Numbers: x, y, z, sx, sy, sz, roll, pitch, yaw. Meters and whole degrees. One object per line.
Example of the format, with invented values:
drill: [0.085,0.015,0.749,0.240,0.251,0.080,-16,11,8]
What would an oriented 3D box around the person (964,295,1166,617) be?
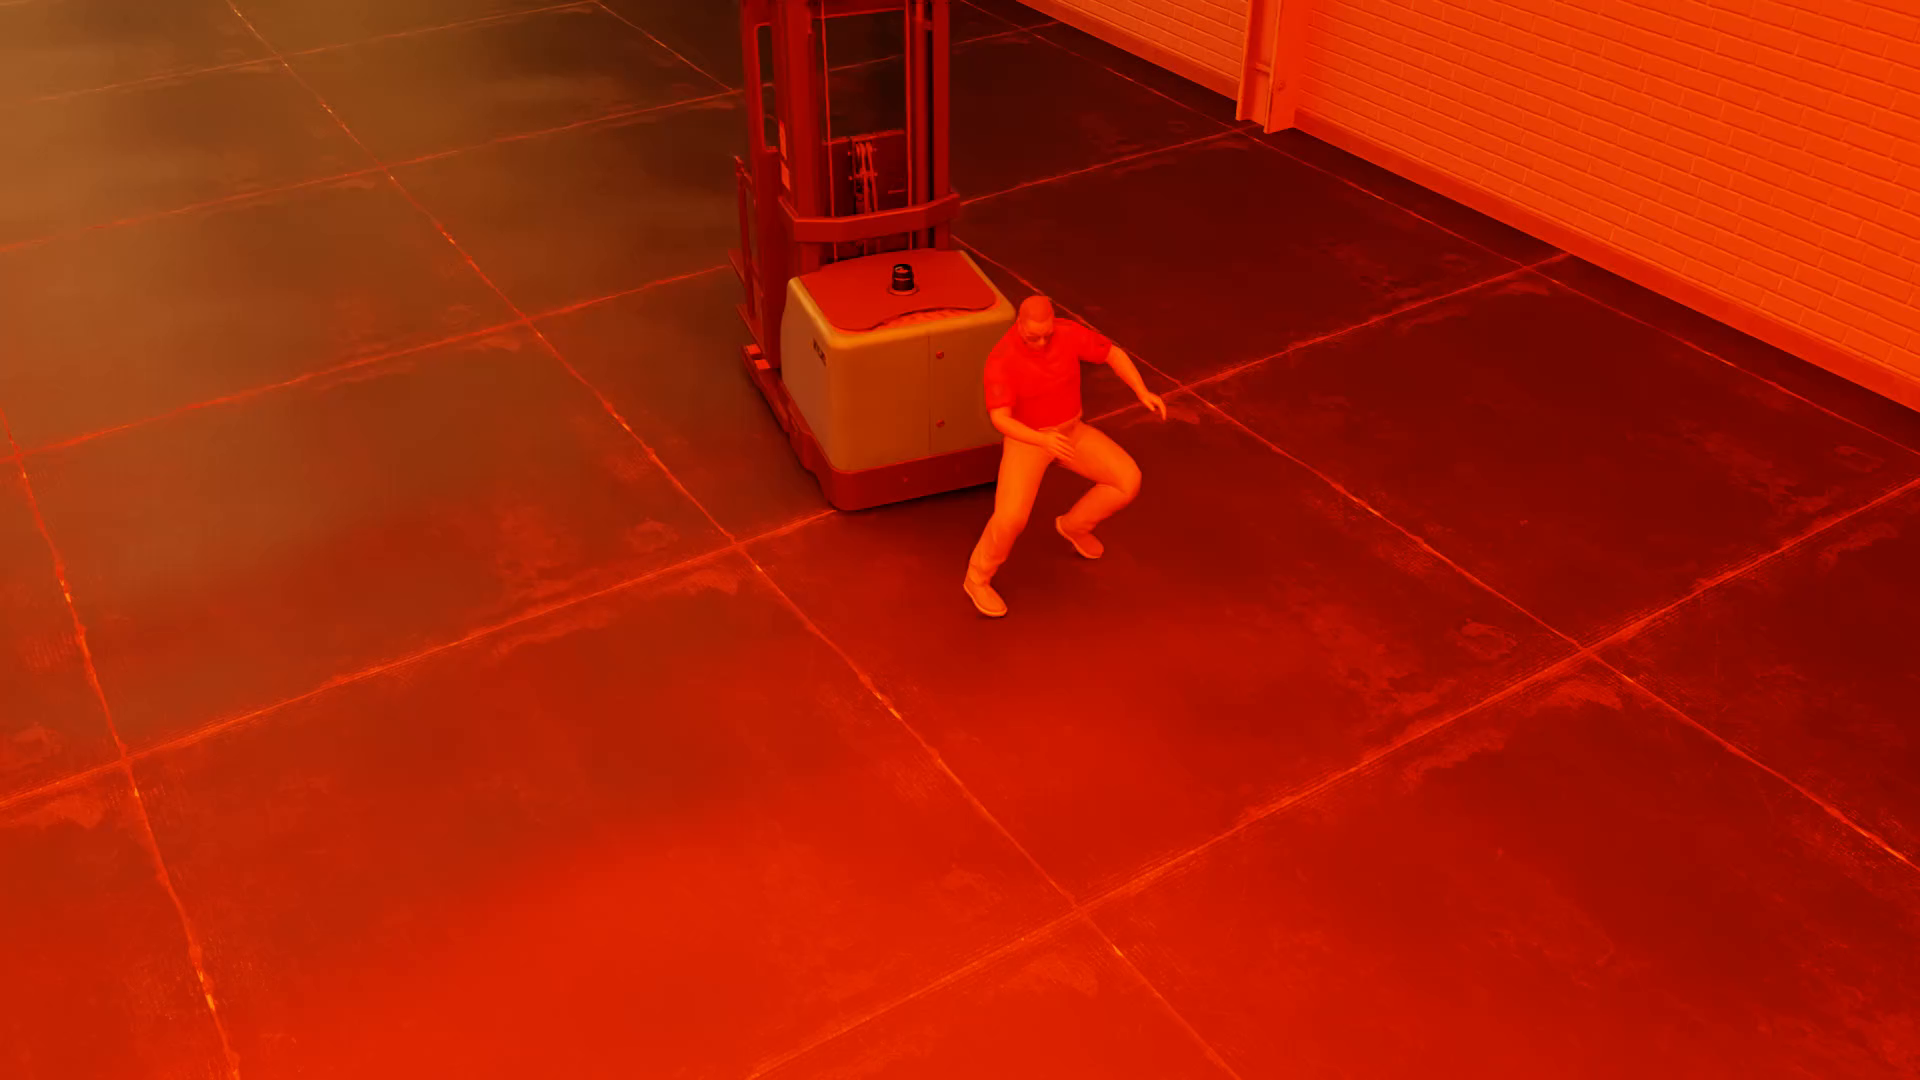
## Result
person: [0.477,-0.436,8.007,0.950,1.522,0.742,-12,37,-17]

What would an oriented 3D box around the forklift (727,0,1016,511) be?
forklift: [-0.691,-2.197,9.274,1.130,2.935,3.031,-12,37,-17]
